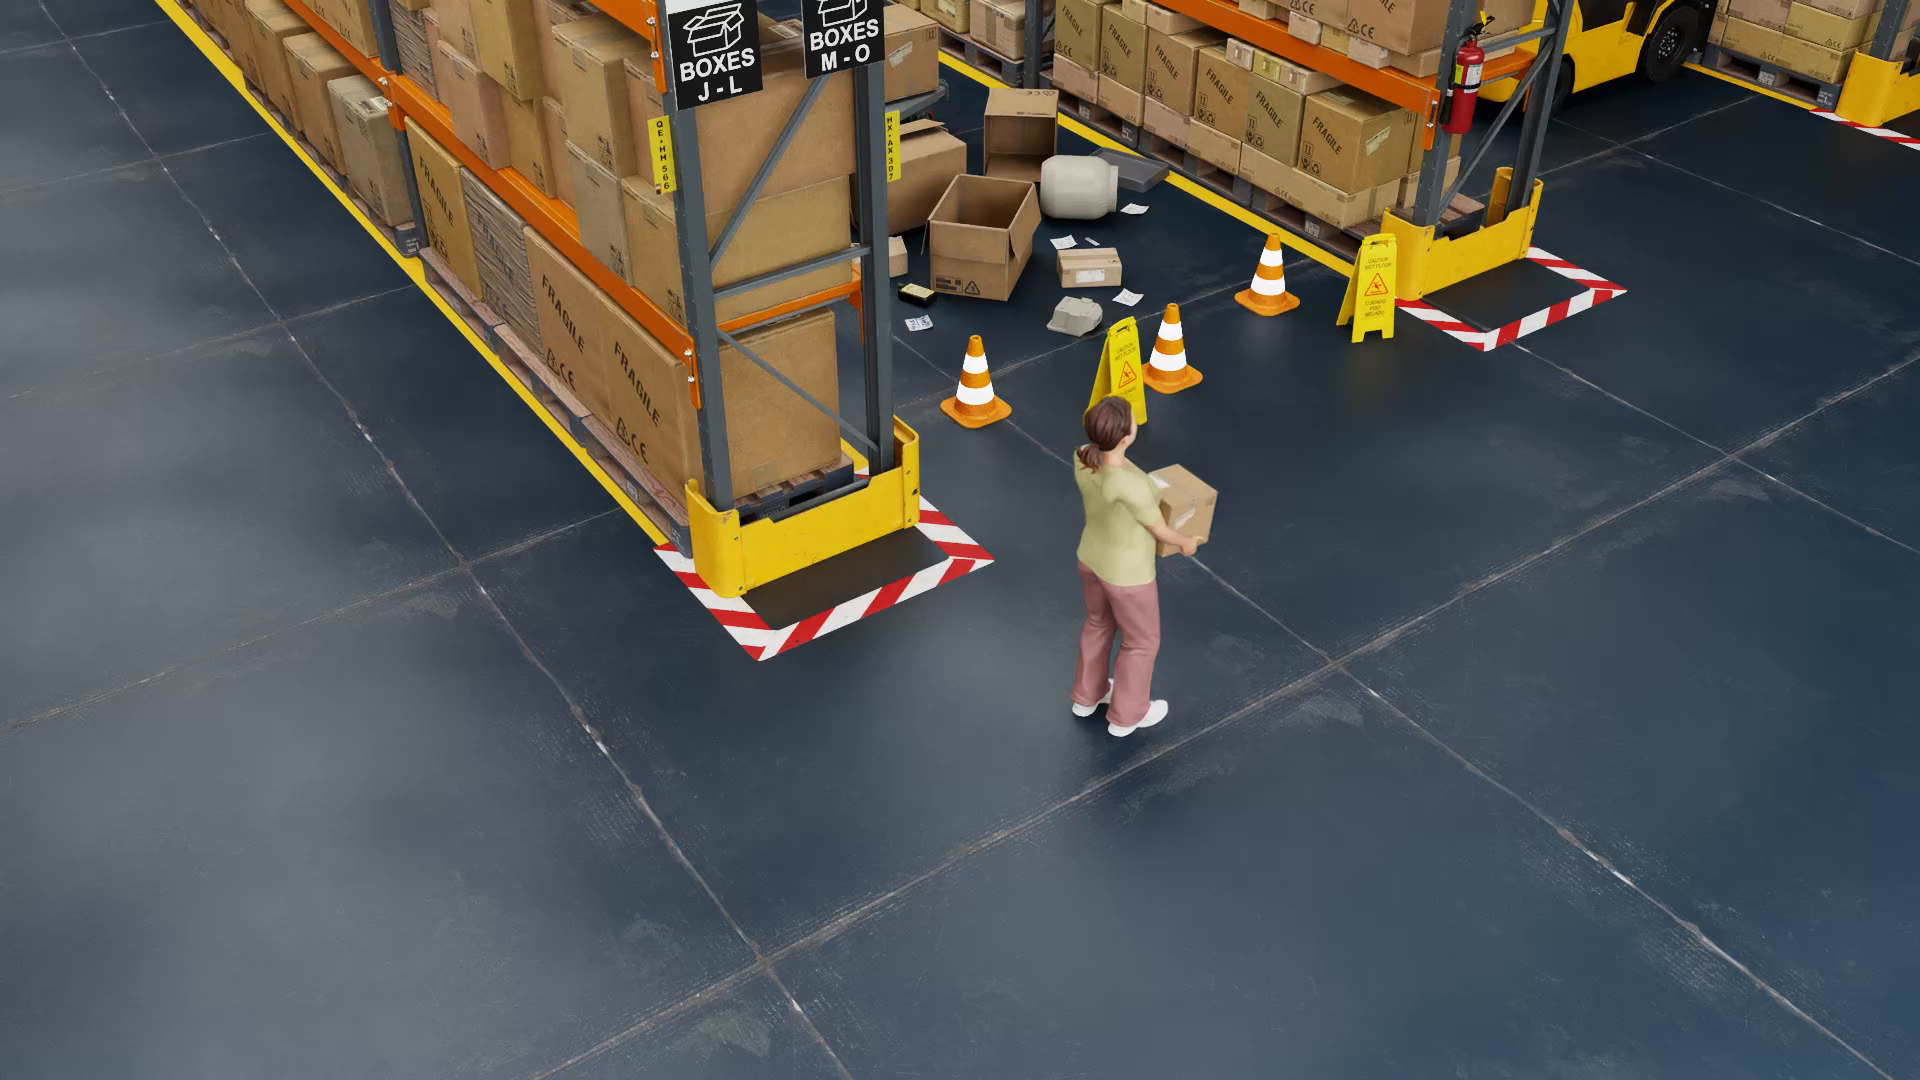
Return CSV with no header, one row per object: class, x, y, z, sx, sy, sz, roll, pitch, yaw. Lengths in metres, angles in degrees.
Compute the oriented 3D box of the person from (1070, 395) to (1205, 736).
person,0.699,0.094,6.890,0.558,1.654,0.428,-23,42,-27
